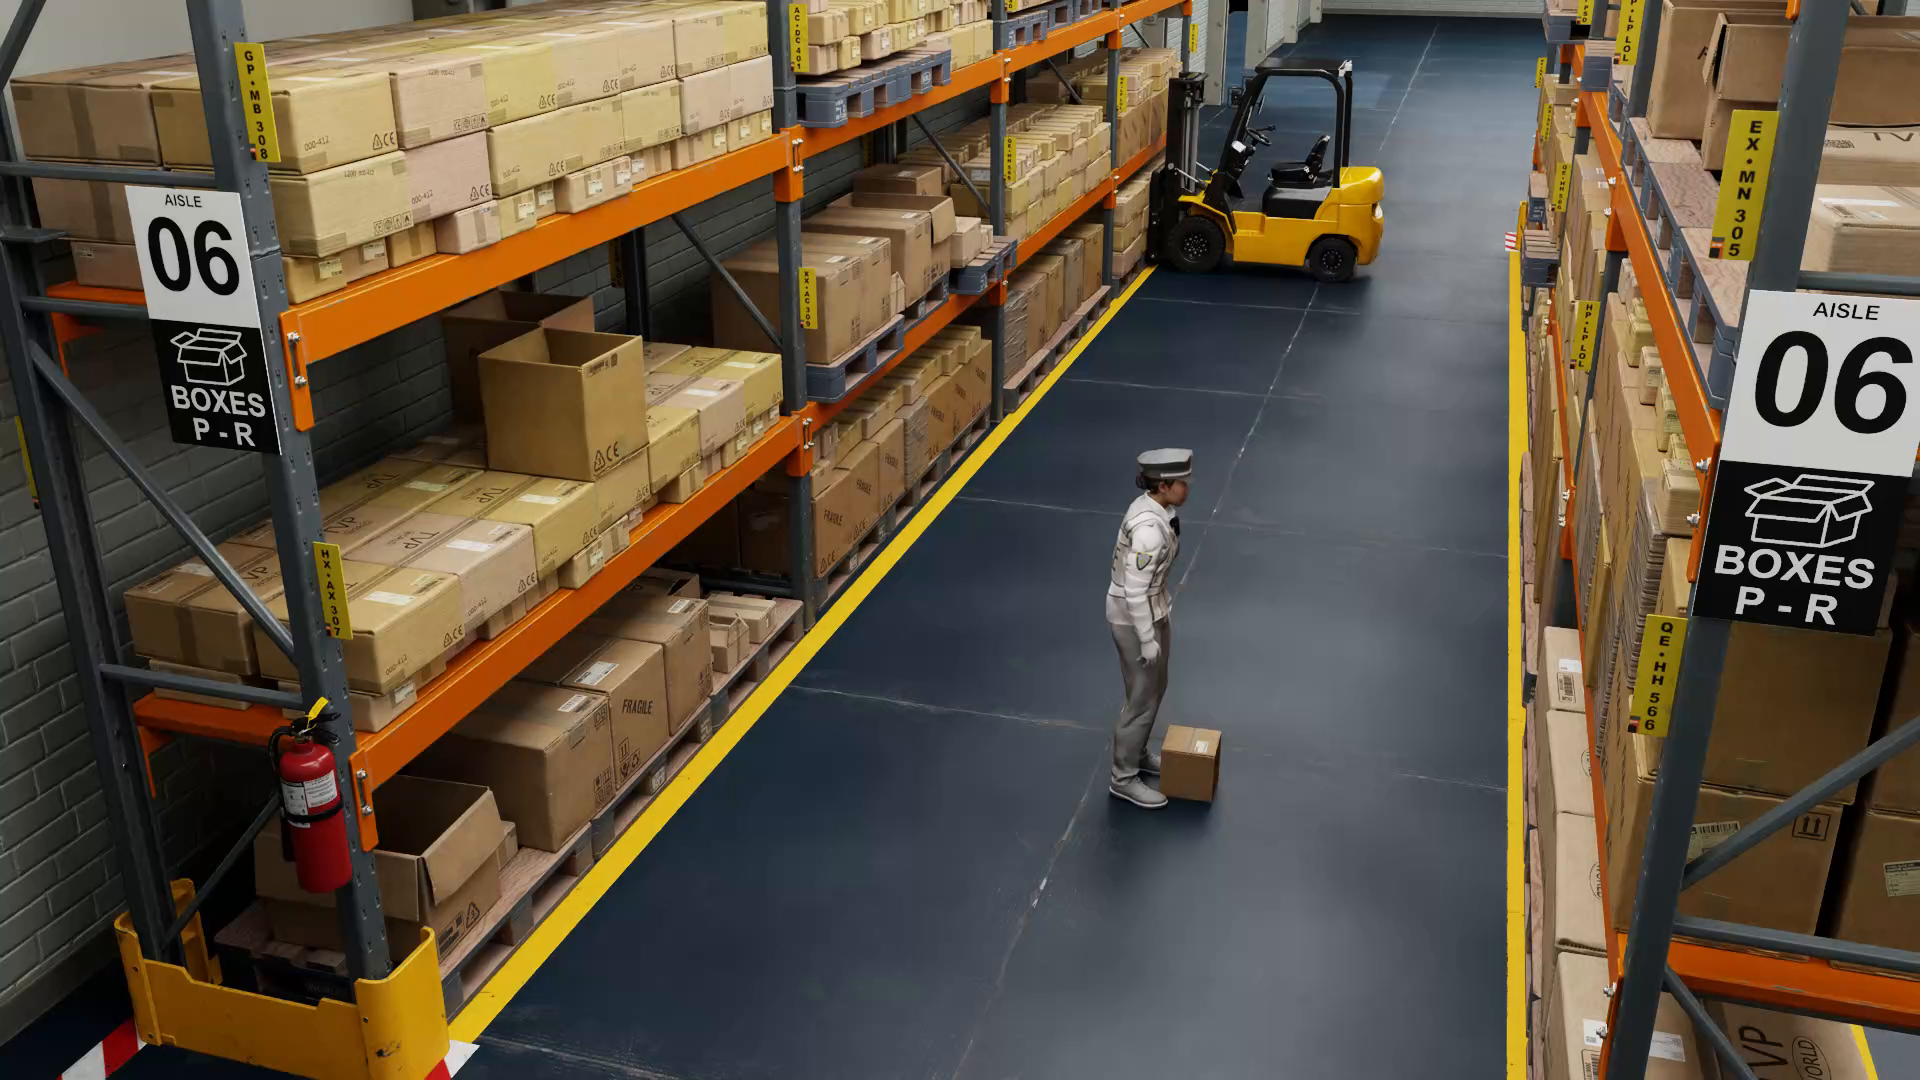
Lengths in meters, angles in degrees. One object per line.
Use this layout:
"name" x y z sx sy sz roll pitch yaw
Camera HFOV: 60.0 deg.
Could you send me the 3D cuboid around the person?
"person" 0.860 0.390 7.621 0.356 1.665 0.461 6 23 14
